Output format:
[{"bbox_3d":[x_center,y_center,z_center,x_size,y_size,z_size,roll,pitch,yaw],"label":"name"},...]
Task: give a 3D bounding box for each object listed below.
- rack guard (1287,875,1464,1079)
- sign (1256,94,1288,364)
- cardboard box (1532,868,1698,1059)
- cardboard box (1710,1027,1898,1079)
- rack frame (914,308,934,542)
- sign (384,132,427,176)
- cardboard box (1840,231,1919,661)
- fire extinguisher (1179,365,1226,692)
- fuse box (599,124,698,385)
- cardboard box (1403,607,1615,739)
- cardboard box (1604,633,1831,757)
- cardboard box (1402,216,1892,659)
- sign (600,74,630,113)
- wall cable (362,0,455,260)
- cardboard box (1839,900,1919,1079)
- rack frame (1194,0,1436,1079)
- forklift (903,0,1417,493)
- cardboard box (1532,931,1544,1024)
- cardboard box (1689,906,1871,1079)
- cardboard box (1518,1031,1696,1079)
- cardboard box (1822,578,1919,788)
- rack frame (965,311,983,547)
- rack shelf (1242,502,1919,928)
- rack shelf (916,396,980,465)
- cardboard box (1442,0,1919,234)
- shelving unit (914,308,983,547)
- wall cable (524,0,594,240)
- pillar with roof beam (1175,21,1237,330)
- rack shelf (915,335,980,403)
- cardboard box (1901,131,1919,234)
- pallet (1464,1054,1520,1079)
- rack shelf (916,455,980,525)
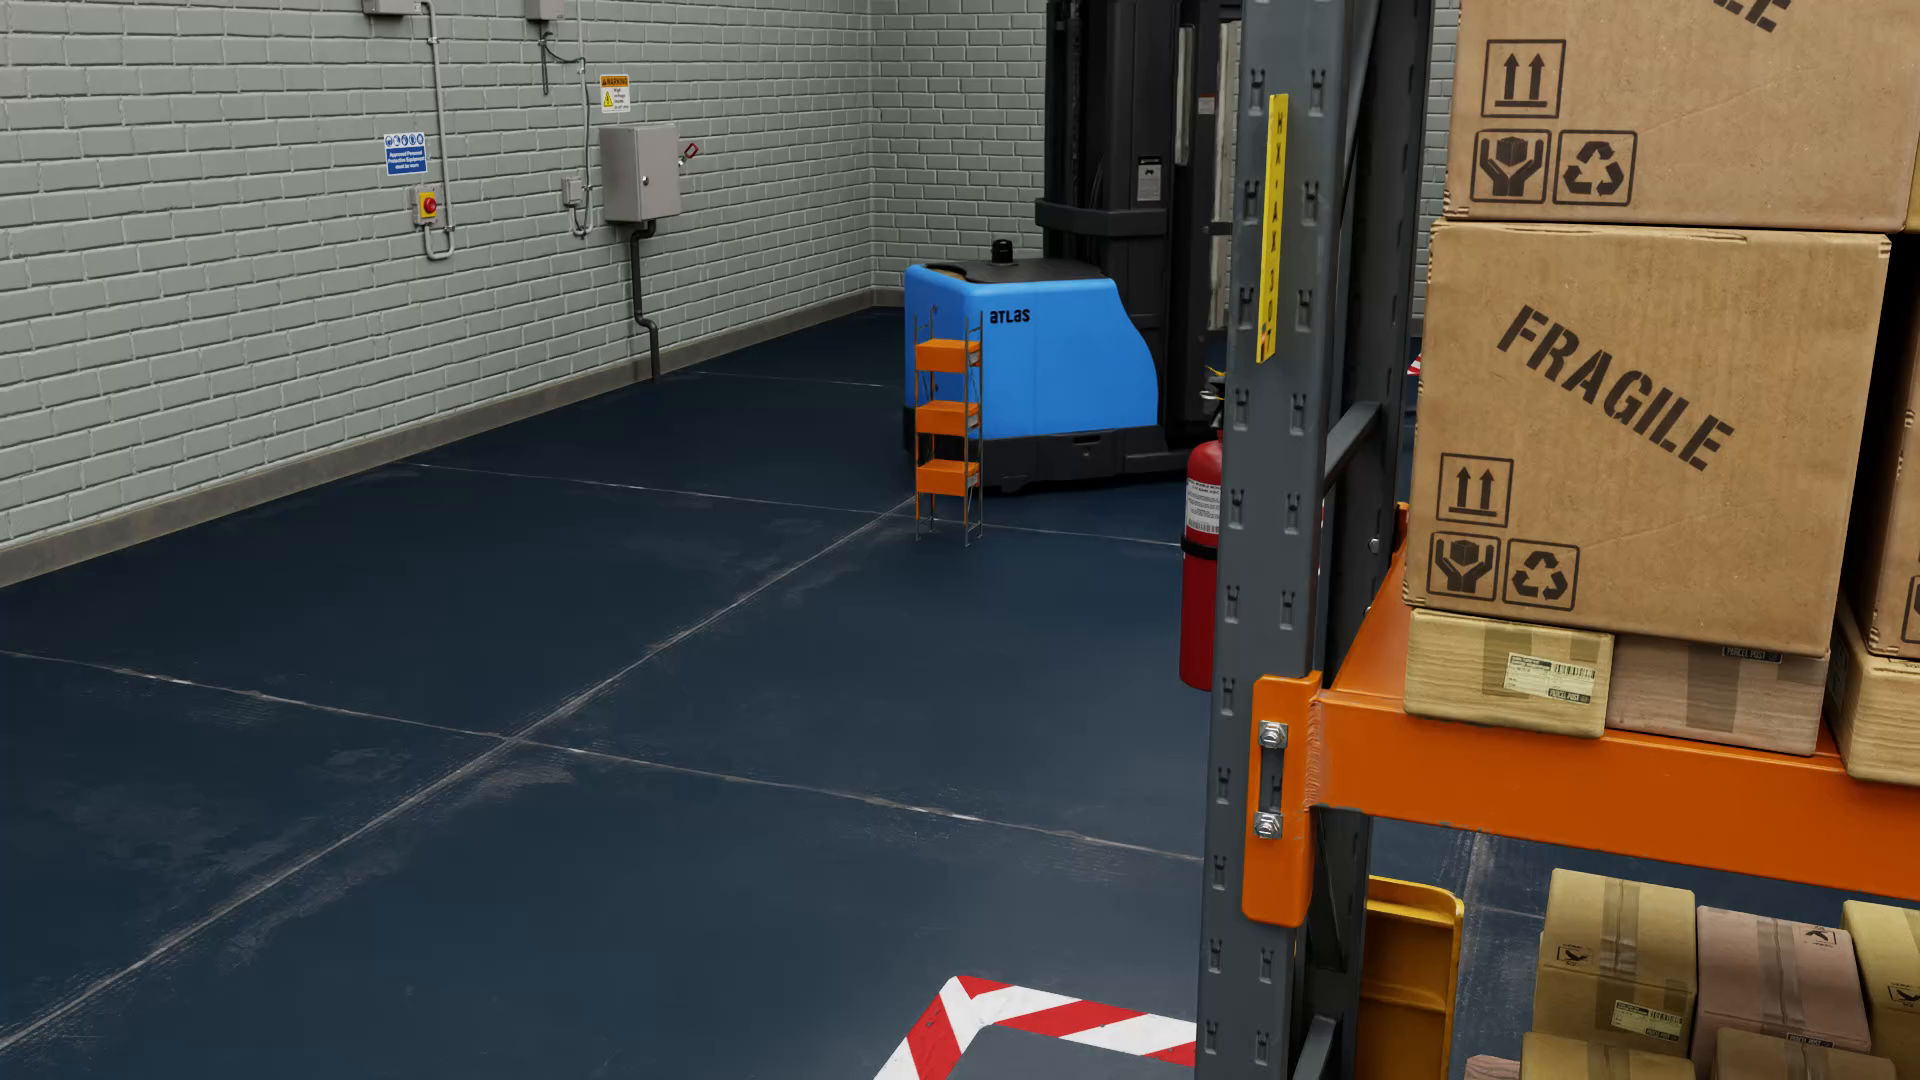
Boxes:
[{"bbox_3d":[0.661,1.094,3.008,0.348,0.500,1.175,6,17,21],"label":"rack guard"},{"bbox_3d":[0.392,-0.389,2.081,0.005,0.325,0.100,6,17,21],"label":"sign"},{"bbox_3d":[1.176,0.756,2.982,0.250,0.149,0.380,6,17,21],"label":"cardboard box"},{"bbox_3d":[1.254,0.906,2.465,0.250,0.149,0.380,7,17,22],"label":"cardboard box"},{"bbox_3d":[-0.163,-0.522,7.589,0.008,1.050,0.200,6,17,21],"label":"rack frame"},{"bbox_3d":[-3.016,-2.103,9.051,0.001,0.218,0.327,6,17,21],"label":"sign"},{"bbox_3d":[1.414,-0.139,2.060,0.500,0.500,0.500,6,17,21],"label":"cardboard box"},{"bbox_3d":[0.526,-0.043,3.250,0.183,0.674,0.296,6,17,21],"label":"fire extinguisher"},{"bbox_3d":[-2.035,-1.890,11.115,0.414,1.711,0.539,6,17,21],"label":"fuse box"},{"bbox_3d":[0.772,0.125,2.314,0.250,0.149,0.380,6,17,20],"label":"cardboard box"},{"bbox_3d":[1.024,0.140,2.262,0.250,0.149,0.380,7,18,23],"label":"cardboard box"},{"bbox_3d":[0.907,-0.187,2.226,0.500,0.500,0.500,7,18,23],"label":"cardboard box"},{"bbox_3d":[-2.248,-2.912,10.844,0.001,0.242,0.339,6,17,21],"label":"sign"},{"bbox_3d":[-2.941,-2.482,8.964,0.123,1.953,0.585,6,17,21],"label":"wall cable"},{"bbox_3d":[1.676,0.790,2.865,0.250,0.149,0.380,6,17,19],"label":"cardboard box"},{"bbox_3d":[0.589,-0.113,2.683,0.053,2.616,0.949,6,17,21],"label":"rack frame"},{"bbox_3d":[1.260,-1.883,8.903,3.031,2.935,1.130,-6,17,-20],"label":"forklift"},{"bbox_3d":[1.186,0.890,3.053,0.250,0.149,0.380,6,17,19],"label":"cardboard box"},{"bbox_3d":[1.389,0.797,2.842,0.250,0.149,0.380,7,17,22],"label":"cardboard box"},{"bbox_3d":[0.953,0.909,2.454,0.250,0.149,0.380,5,17,18],"label":"cardboard box"},{"bbox_3d":[1.254,0.181,2.119,0.250,0.149,0.380,6,17,19],"label":"cardboard box"},{"bbox_3d":[0.064,-0.497,7.503,0.008,1.050,0.200,6,17,21],"label":"rack frame"},{"bbox_3d":[2.451,0.436,2.082,4.000,0.370,1.077,6,17,21],"label":"rack shelf"},{"bbox_3d":[-0.050,-0.499,7.549,0.240,0.259,0.215,6,17,21],"label":"rack shelf"},{"bbox_3d":[0.911,-0.670,2.096,0.500,0.500,0.500,6,17,20],"label":"cardboard box"},{"bbox_3d":[-0.050,-0.510,7.546,0.252,1.050,0.215,6,17,21],"label":"shelving unit"},{"bbox_3d":[-2.432,-2.836,10.240,0.122,1.984,0.588,6,17,21],"label":"wall cable"},{"bbox_3d":[0.374,-4.970,8.653,0.400,9.000,9.100,6,17,21],"label":"pillar with roof beam"},{"bbox_3d":[-0.050,-0.772,7.470,0.240,0.259,0.215,6,17,21],"label":"rack shelf"},{"bbox_3d":[1.383,-0.620,1.924,0.500,0.500,0.500,7,18,22],"label":"cardboard box"},{"bbox_3d":[1.404,1.325,2.731,1.213,0.211,1.003,6,17,21],"label":"pallet"},{"bbox_3d":[-0.050,-0.233,7.627,0.240,0.259,0.215,6,17,21],"label":"rack shelf"}]
